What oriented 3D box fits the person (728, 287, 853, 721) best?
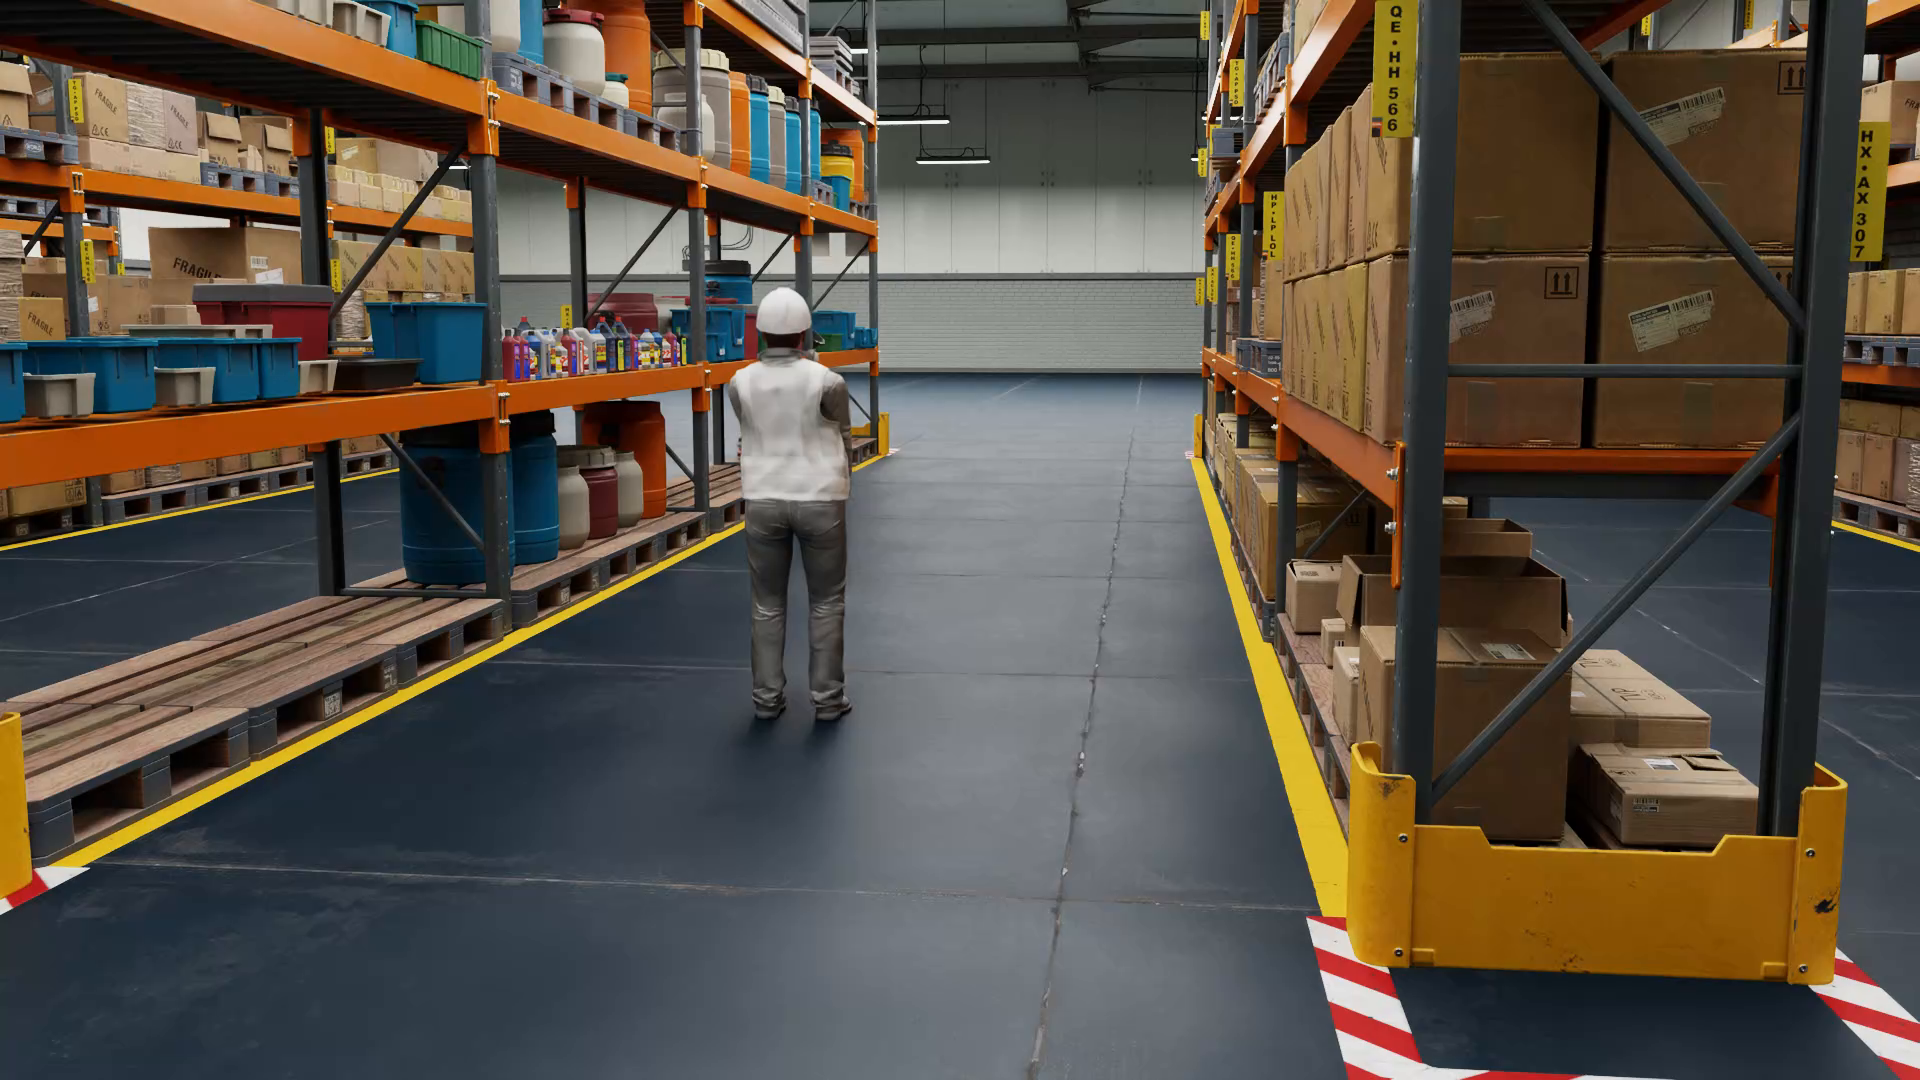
[{"bbox_3d":[-0.681,-0.157,6.912,0.494,1.762,0.551,1,8,8],"label":"person"}]
